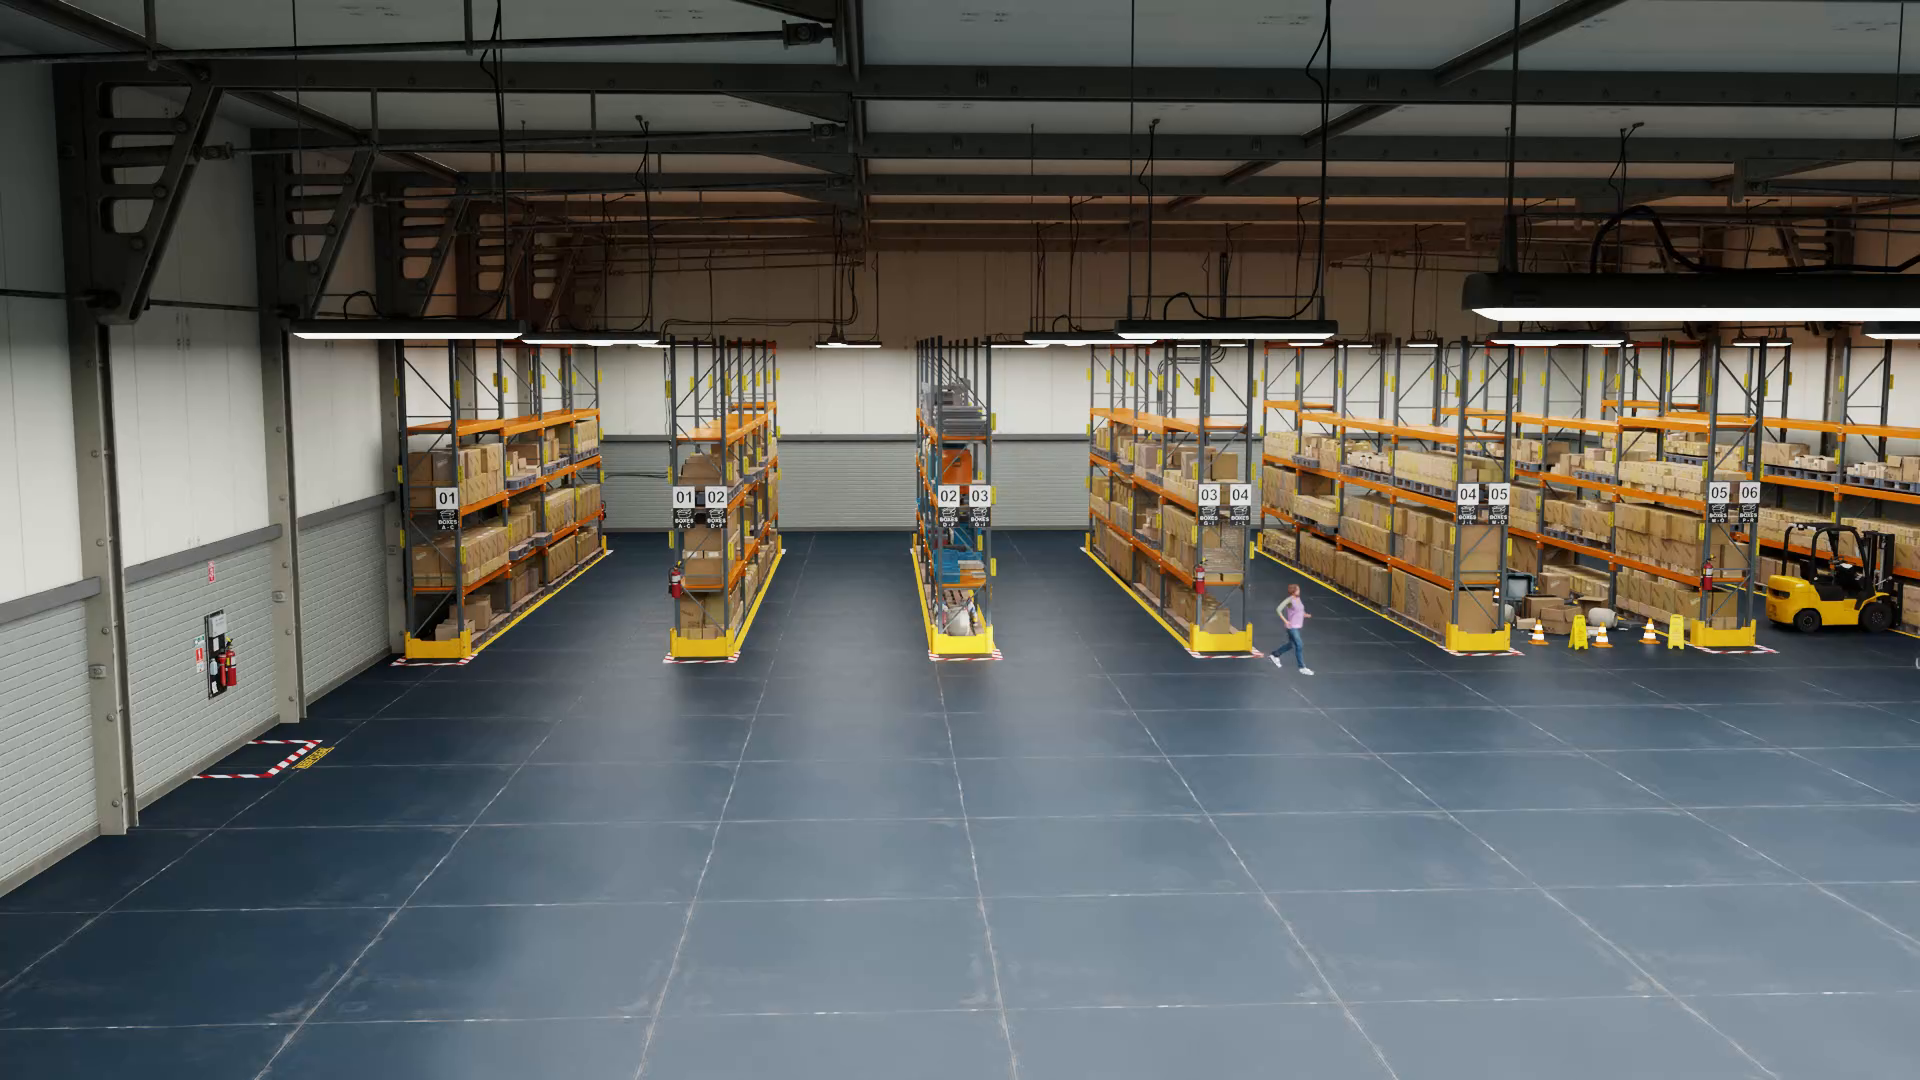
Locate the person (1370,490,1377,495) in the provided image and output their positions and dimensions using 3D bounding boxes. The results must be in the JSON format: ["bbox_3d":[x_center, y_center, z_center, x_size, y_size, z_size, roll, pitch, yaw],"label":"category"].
[{"bbox_3d":[12.333,-0.684,49.397,0.751,1.657,0.529,-1,7,-7],"label":"person"}]

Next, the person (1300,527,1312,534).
[{"bbox_3d":[10.045,-0.690,48.792,0.692,1.787,0.924,-5,8,-40],"label":"person"}]

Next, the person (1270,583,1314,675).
[{"bbox_3d":[5.900,1.560,29.549,0.885,1.588,0.550,5,8,37],"label":"person"}]
